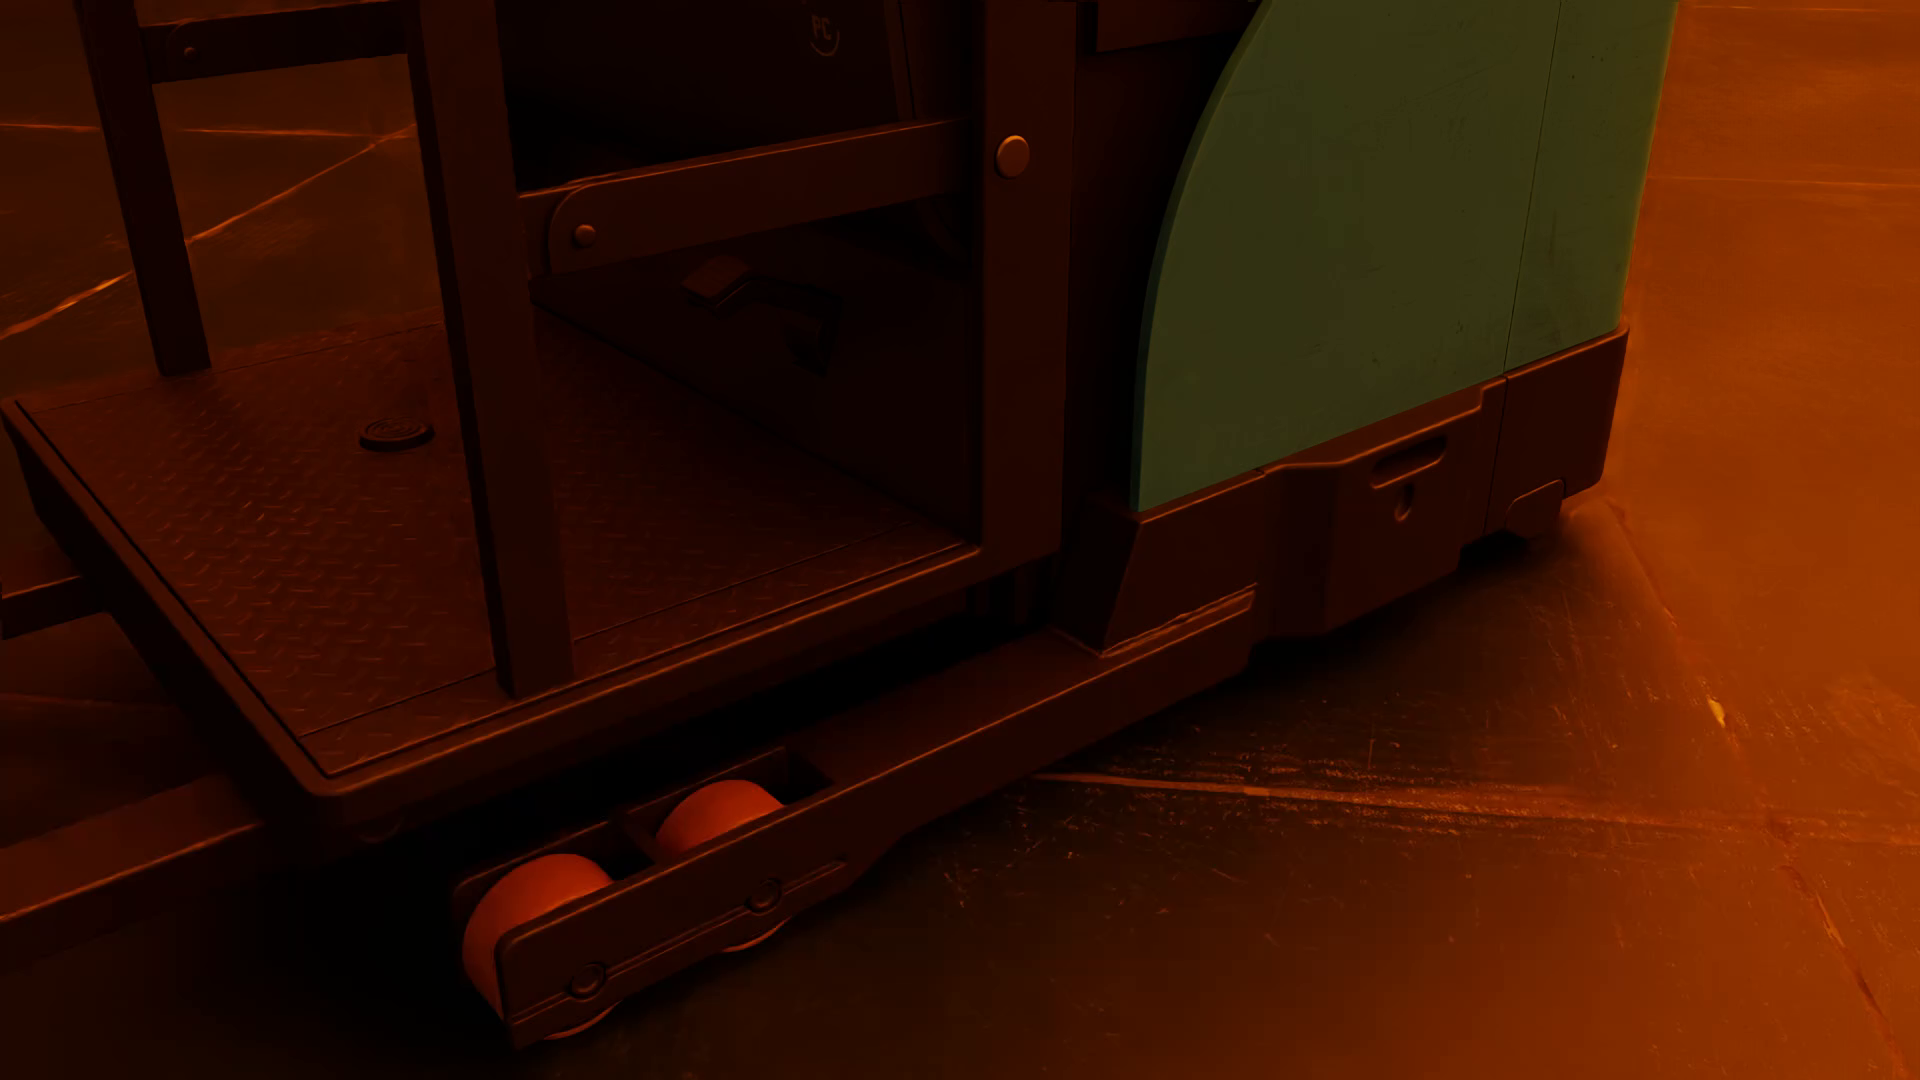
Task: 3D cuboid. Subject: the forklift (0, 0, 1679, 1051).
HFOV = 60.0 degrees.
[{"bbox_3d":[-0.475,-1.111,1.443,3.031,2.935,1.130,-20,33,-34],"label":"forklift"}]
